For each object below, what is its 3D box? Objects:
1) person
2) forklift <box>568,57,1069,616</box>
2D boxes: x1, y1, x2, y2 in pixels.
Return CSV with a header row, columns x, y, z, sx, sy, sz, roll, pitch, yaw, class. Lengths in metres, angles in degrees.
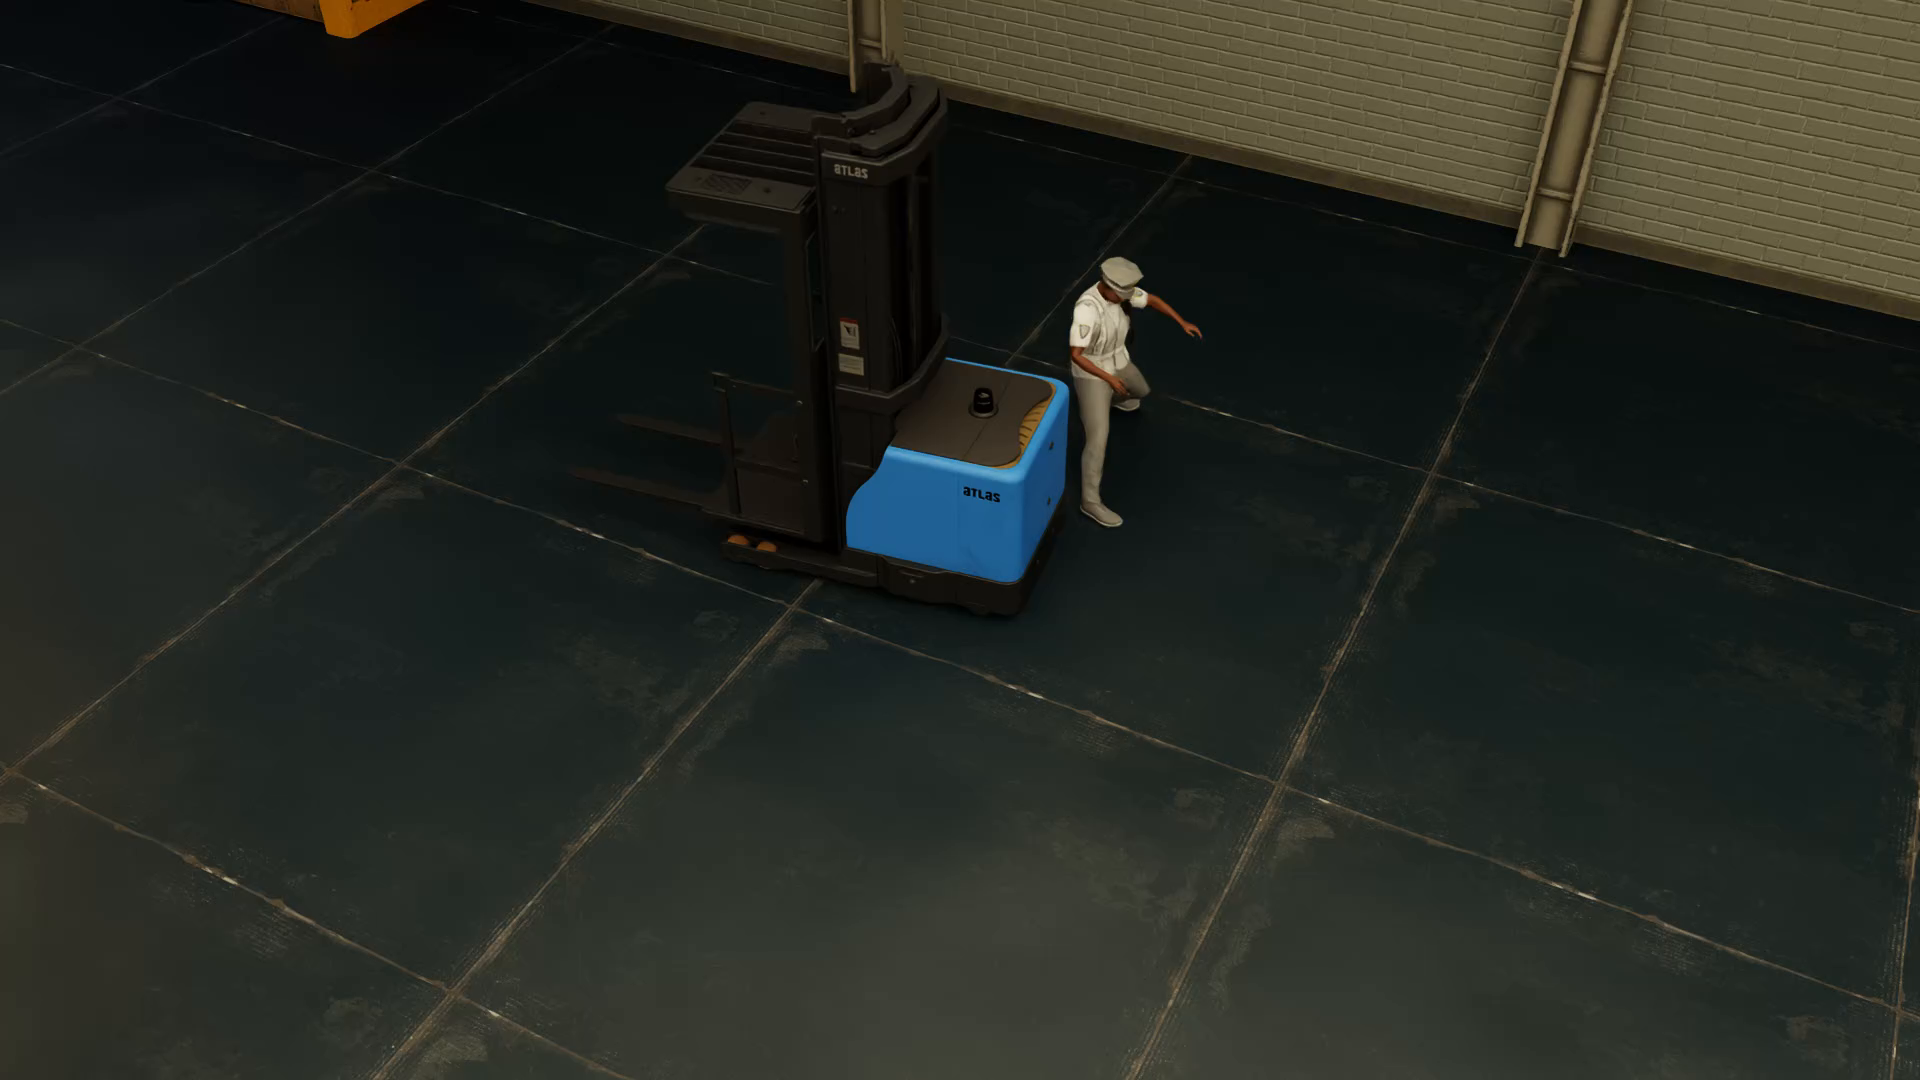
x,y,z,sx,sy,sz,roll,pitch,yaw,class
1.015,-1.081,10.403,0.901,1.472,1.175,31,49,31,person
-0.921,-1.253,9.474,3.031,2.935,1.130,13,42,15,forklift
